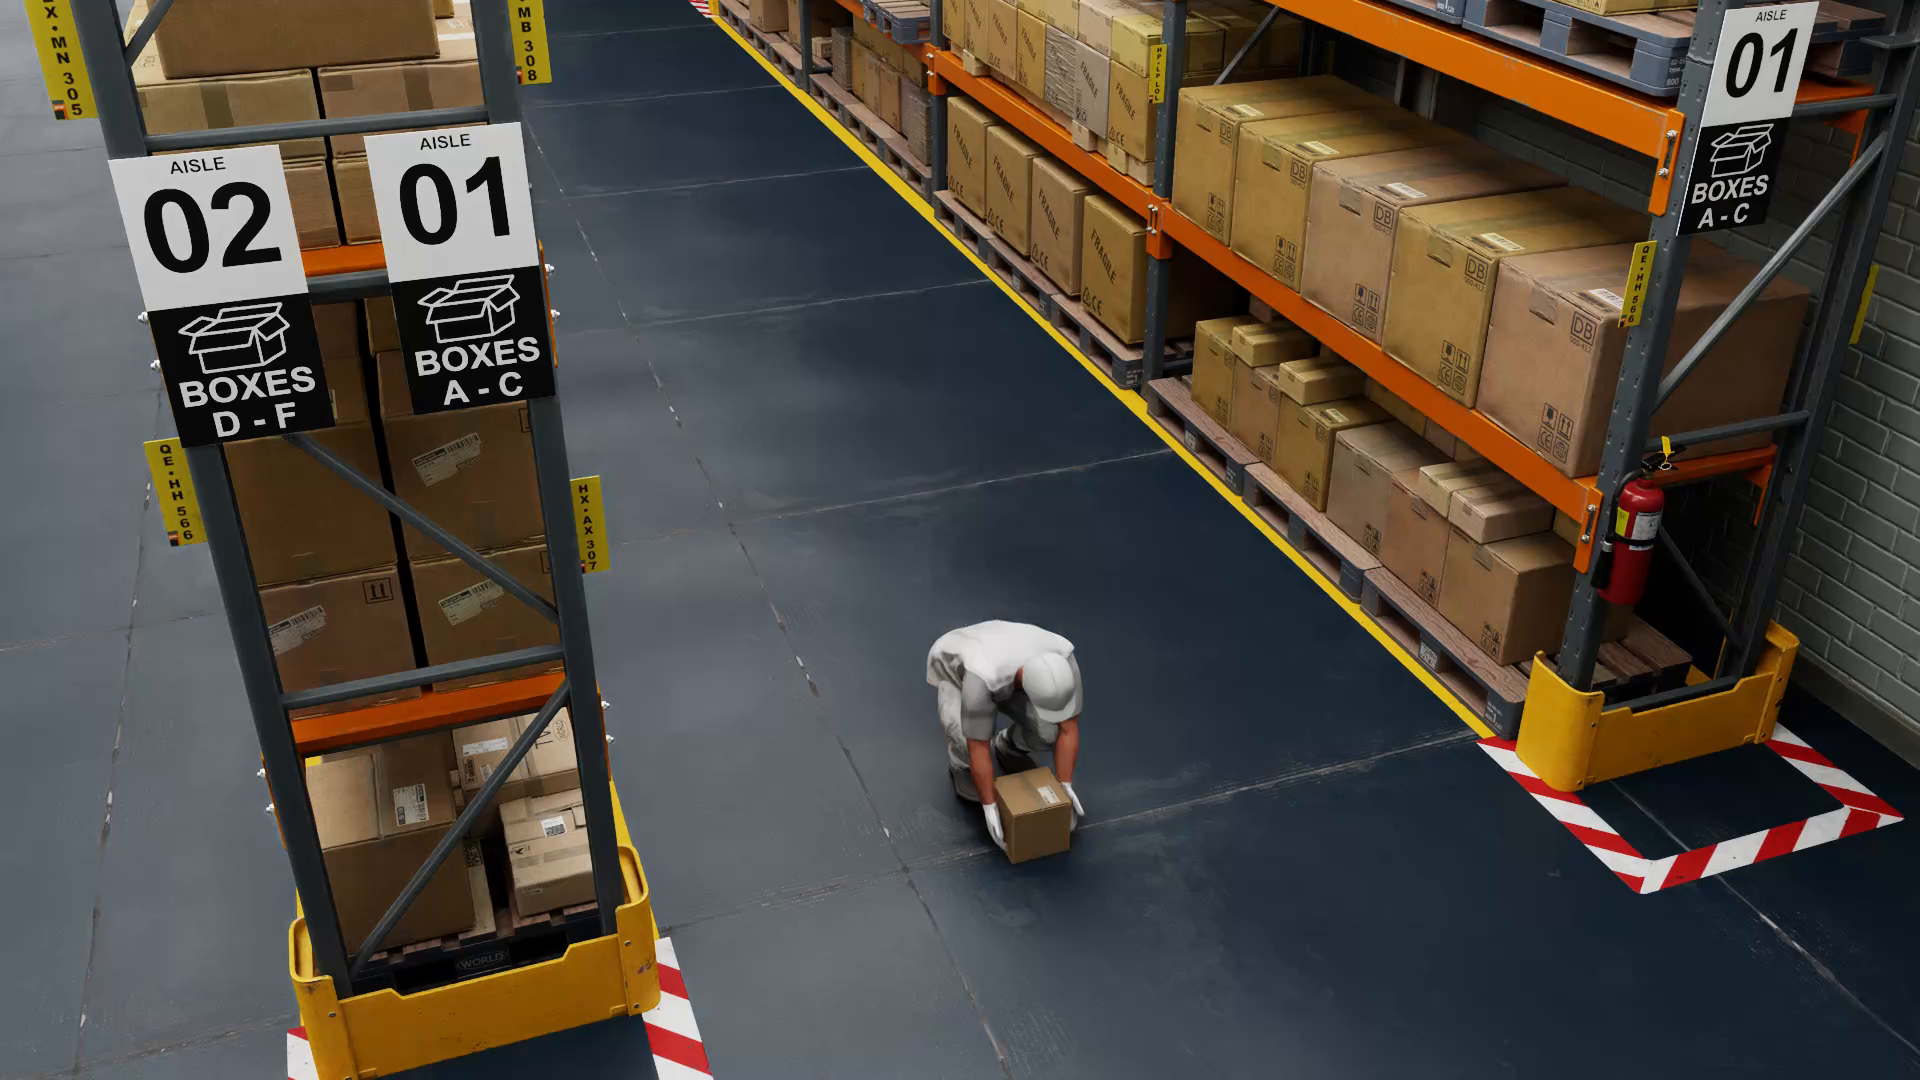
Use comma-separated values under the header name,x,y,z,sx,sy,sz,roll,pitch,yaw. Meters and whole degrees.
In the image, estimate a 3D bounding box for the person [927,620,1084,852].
name,x,y,z,sx,sy,sz,roll,pitch,yaw
person,0.192,0.678,6.833,0.559,0.882,0.888,-10,31,-17
